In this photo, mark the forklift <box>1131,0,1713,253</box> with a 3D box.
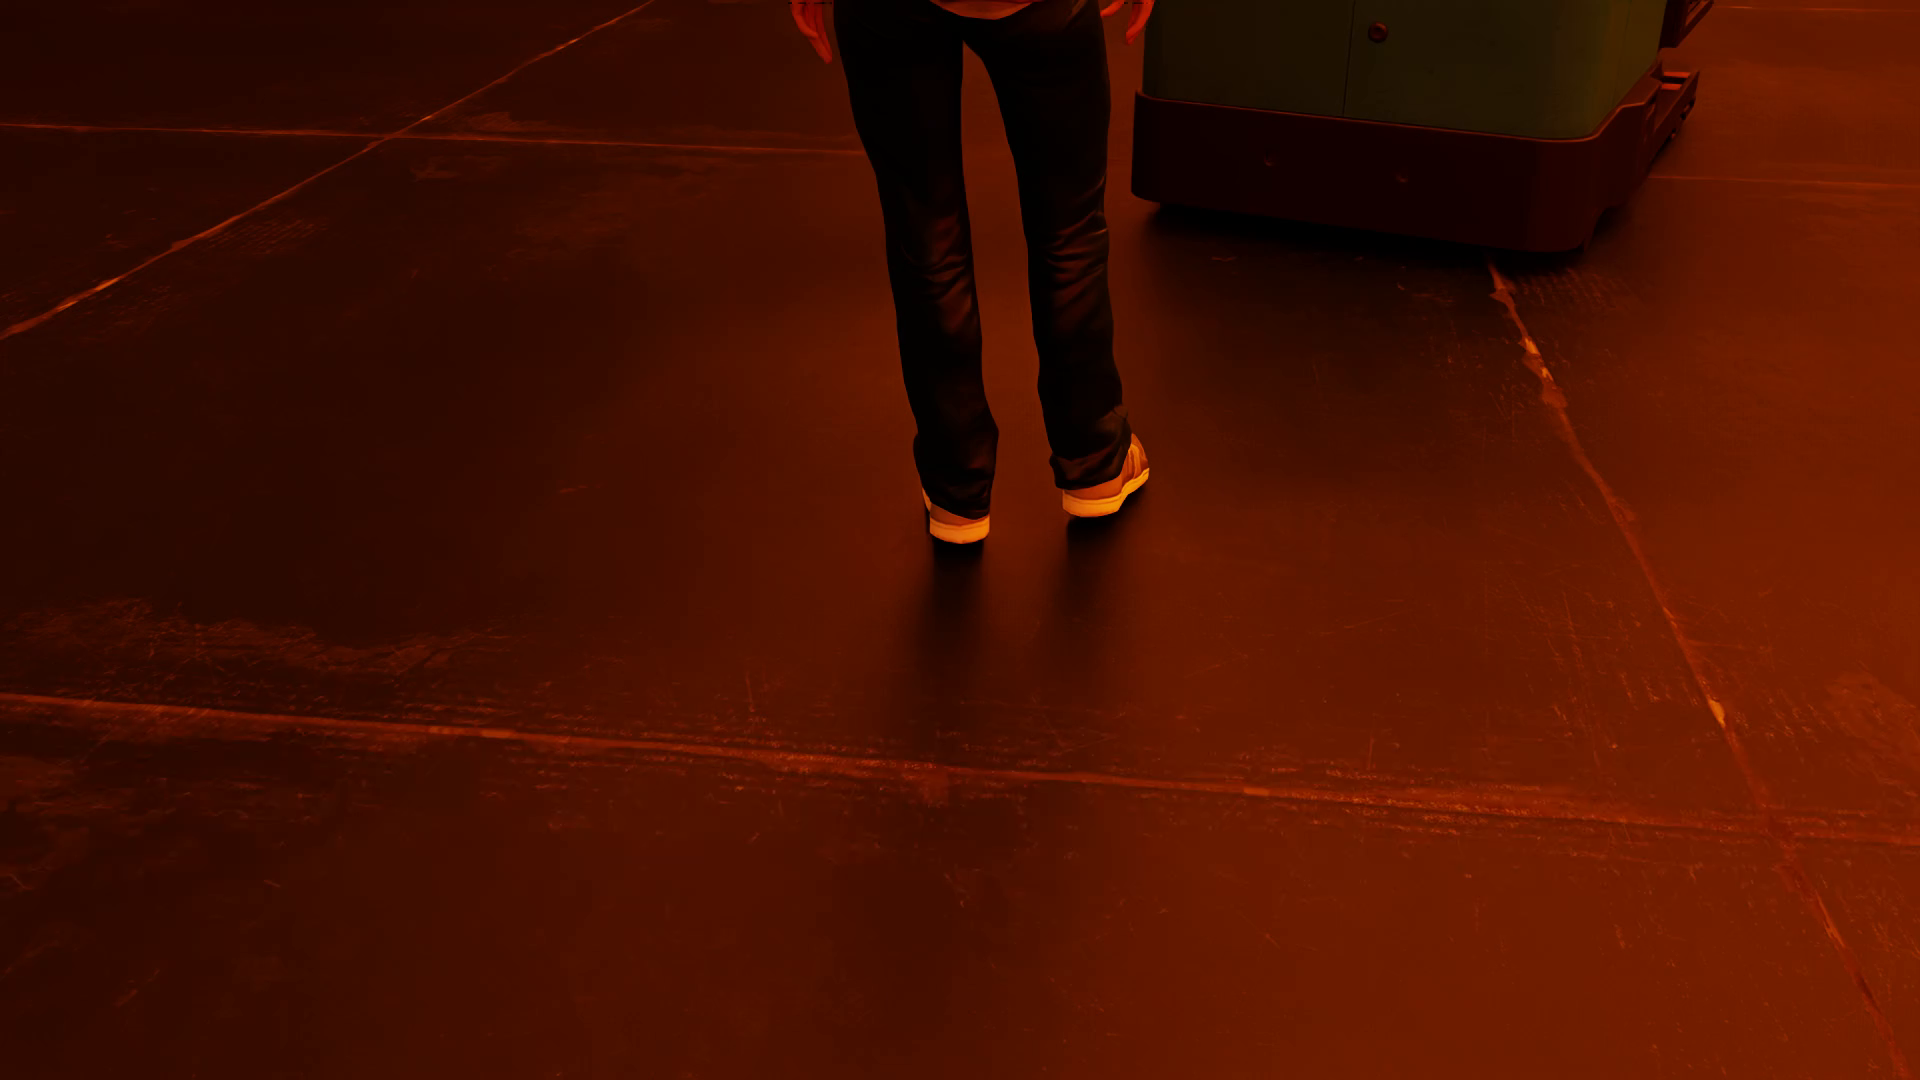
[{"bbox_3d":[1.555,-2.554,4.337,1.130,2.935,3.031,13,30,25],"label":"forklift"}]

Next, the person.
[{"bbox_3d":[0.000,-1.014,1.965,0.502,0.918,0.258,3,27,7],"label":"person"}]
